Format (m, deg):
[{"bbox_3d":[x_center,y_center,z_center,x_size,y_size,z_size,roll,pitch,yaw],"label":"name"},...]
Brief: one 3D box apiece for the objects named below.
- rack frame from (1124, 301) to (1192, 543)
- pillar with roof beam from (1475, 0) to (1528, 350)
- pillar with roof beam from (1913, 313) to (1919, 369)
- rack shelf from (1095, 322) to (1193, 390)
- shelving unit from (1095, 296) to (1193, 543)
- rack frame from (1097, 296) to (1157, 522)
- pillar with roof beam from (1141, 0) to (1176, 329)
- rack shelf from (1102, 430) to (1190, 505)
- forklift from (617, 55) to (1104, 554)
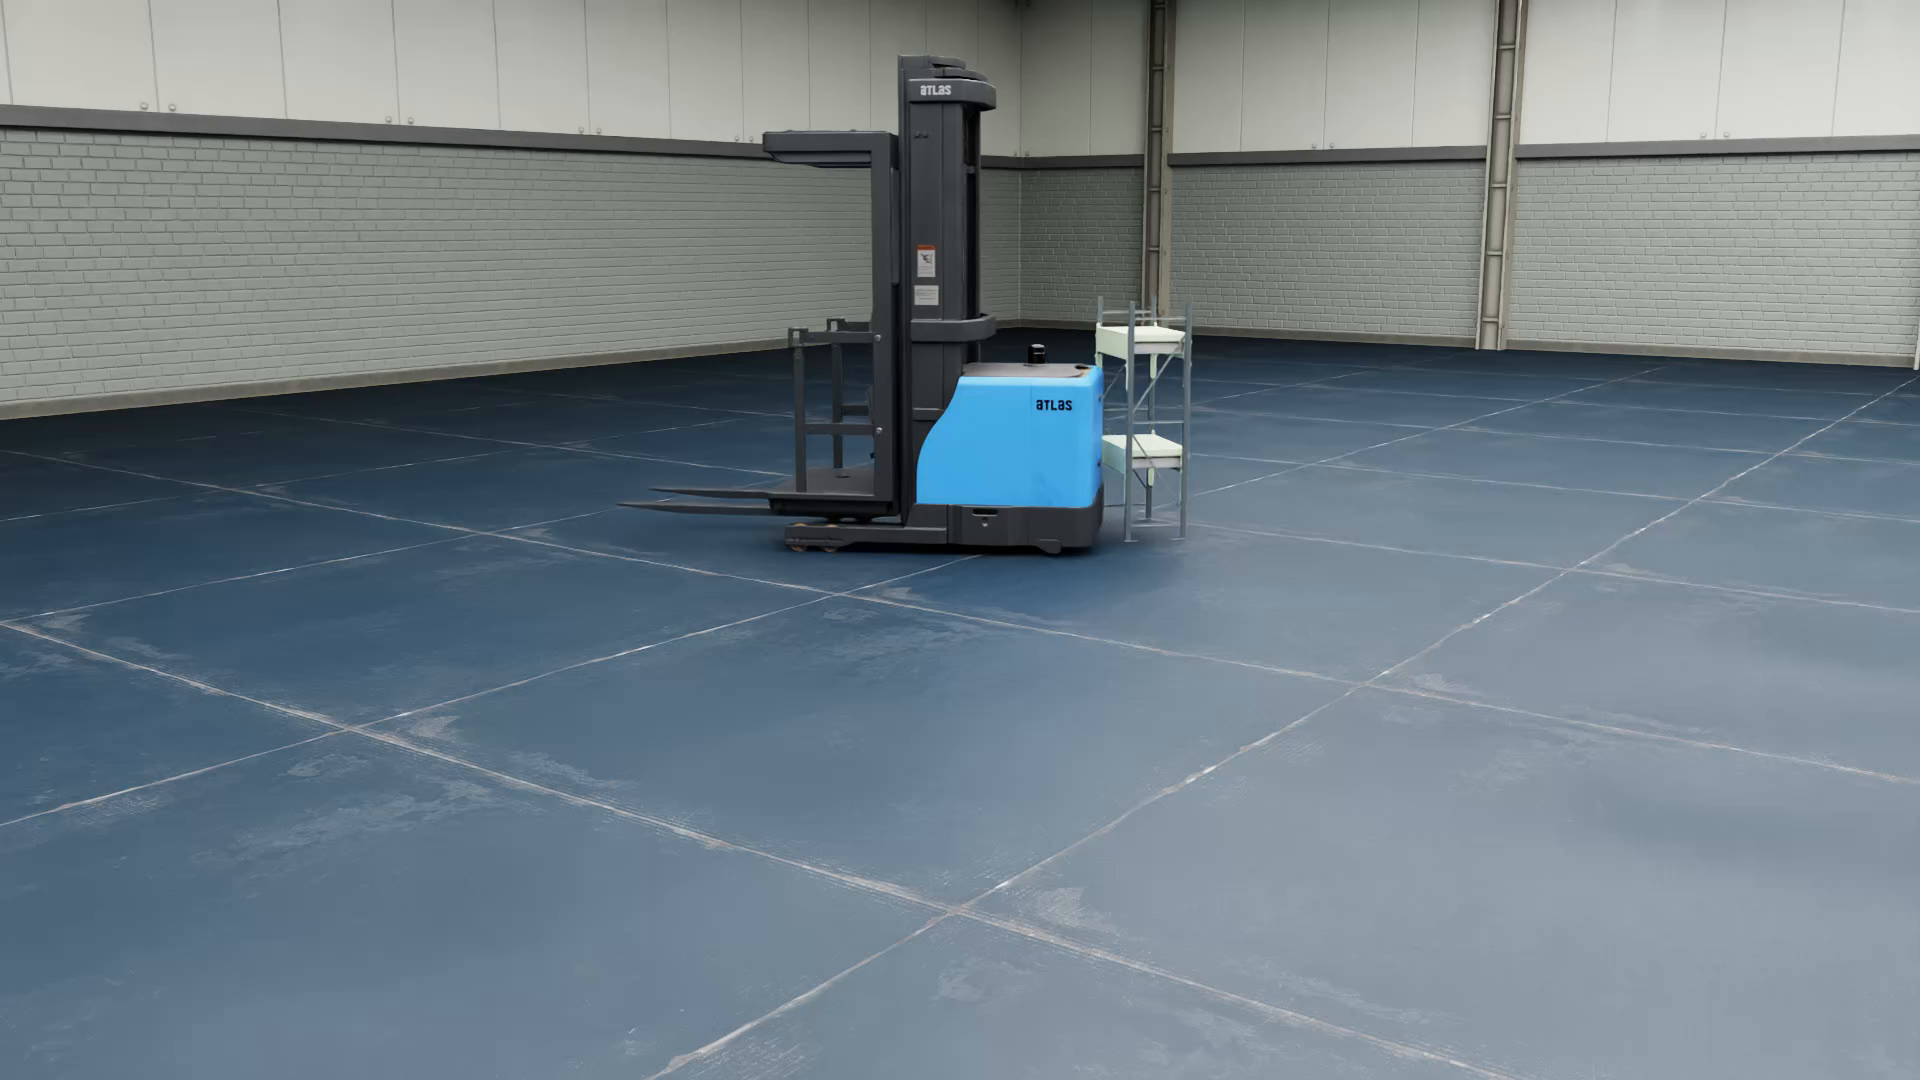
[{"bbox_3d":[1.232,-0.730,10.352,0.400,1.500,0.023,-2,11,-11],"label":"rack frame"},{"bbox_3d":[5.730,-6.738,21.666,0.400,9.000,9.100,8,13,36],"label":"pillar with roof beam"},{"bbox_3d":[10.566,-6.063,18.179,0.400,9.000,9.100,8,13,36],"label":"pillar with roof beam"},{"bbox_3d":[1.164,-1.181,10.631,0.431,0.370,0.720,-2,11,-11],"label":"rack shelf"},{"bbox_3d":[1.164,-0.798,10.705,0.431,1.500,0.755,-2,11,-11],"label":"shelving unit"},{"bbox_3d":[1.095,-0.866,11.058,0.400,1.500,0.023,-2,11,-11],"label":"rack frame"},{"bbox_3d":[0.894,-7.412,25.153,0.400,9.000,9.100,8,13,36],"label":"pillar with roof beam"},{"bbox_3d":[1.164,-0.478,10.767,0.431,0.370,0.720,-2,11,-11],"label":"rack shelf"},{"bbox_3d":[-0.629,-1.465,10.387,3.031,2.935,1.130,2,11,9],"label":"forklift"}]
